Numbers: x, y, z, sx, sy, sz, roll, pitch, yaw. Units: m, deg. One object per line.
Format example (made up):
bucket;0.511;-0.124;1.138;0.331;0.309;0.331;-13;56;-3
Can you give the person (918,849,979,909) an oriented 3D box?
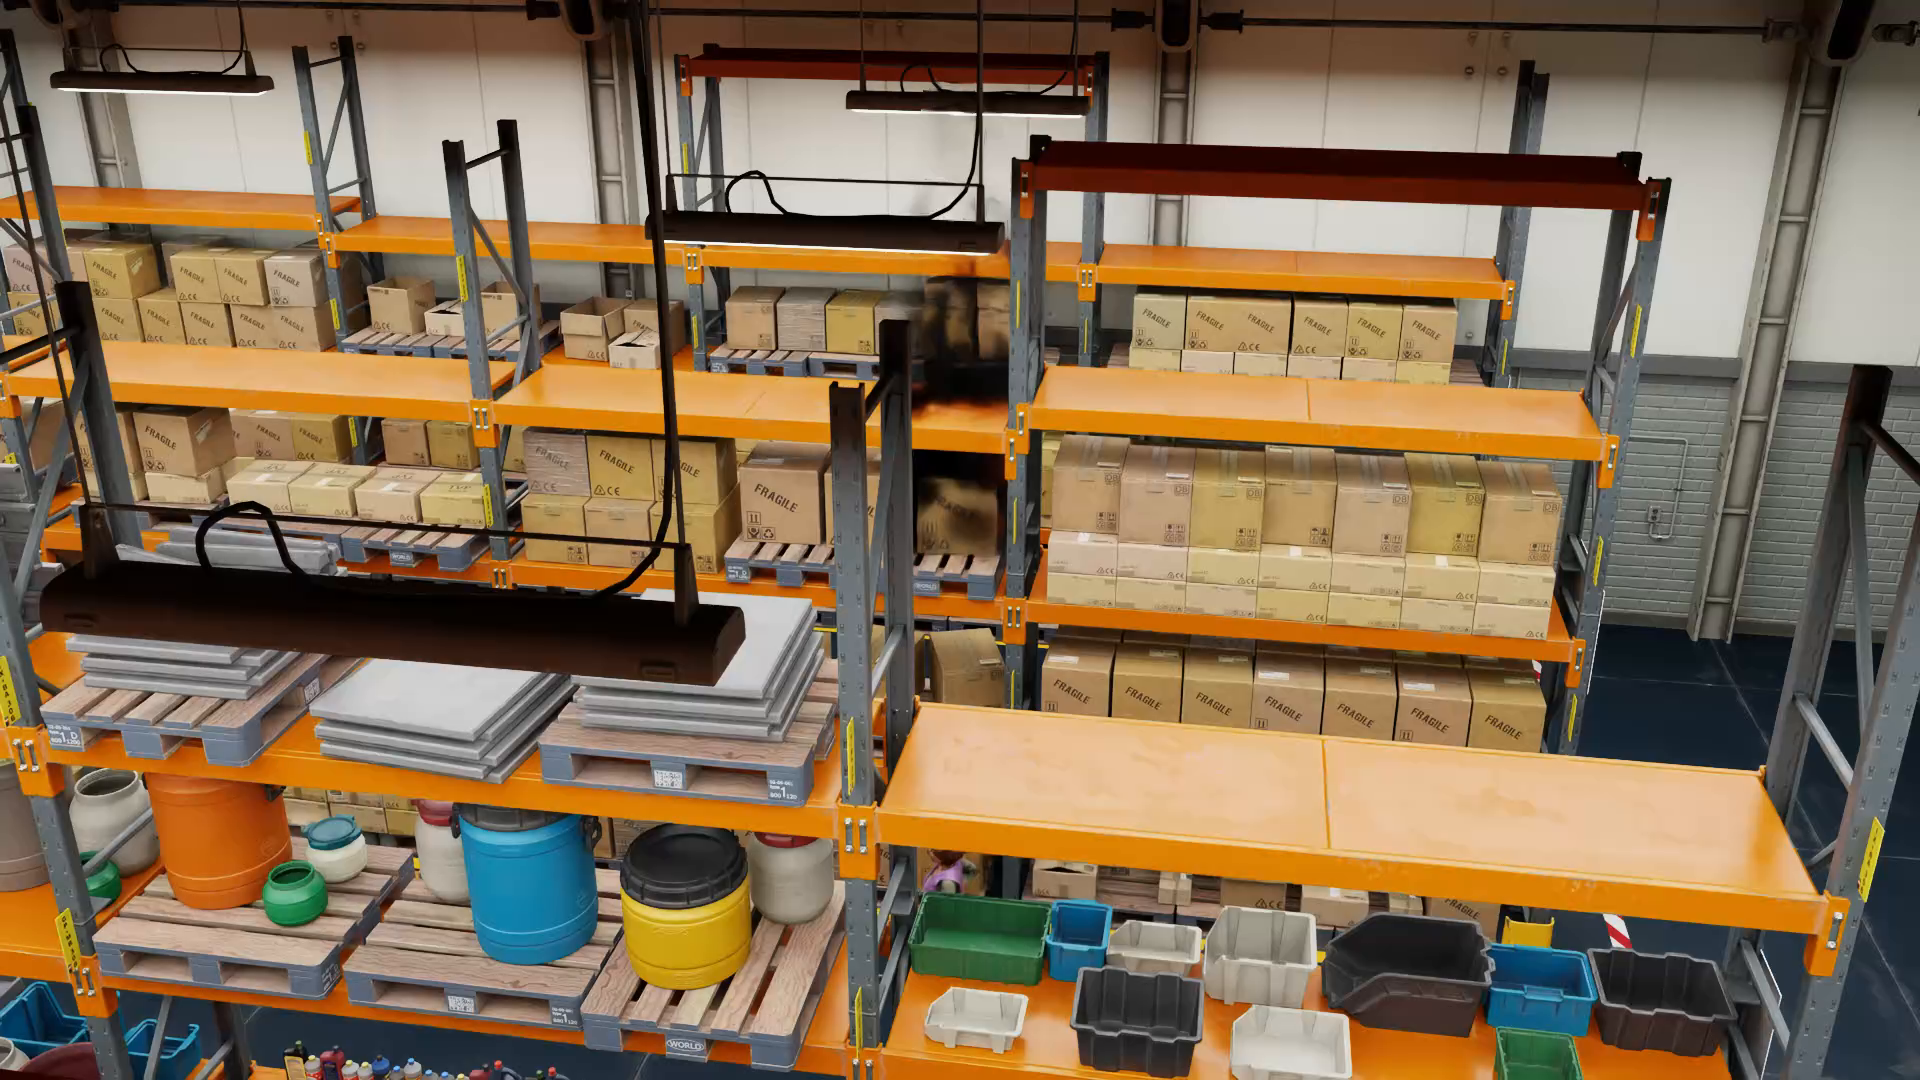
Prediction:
person;-0.115;2.687;11.280;0.666;1.661;0.503;-3;23;-7
